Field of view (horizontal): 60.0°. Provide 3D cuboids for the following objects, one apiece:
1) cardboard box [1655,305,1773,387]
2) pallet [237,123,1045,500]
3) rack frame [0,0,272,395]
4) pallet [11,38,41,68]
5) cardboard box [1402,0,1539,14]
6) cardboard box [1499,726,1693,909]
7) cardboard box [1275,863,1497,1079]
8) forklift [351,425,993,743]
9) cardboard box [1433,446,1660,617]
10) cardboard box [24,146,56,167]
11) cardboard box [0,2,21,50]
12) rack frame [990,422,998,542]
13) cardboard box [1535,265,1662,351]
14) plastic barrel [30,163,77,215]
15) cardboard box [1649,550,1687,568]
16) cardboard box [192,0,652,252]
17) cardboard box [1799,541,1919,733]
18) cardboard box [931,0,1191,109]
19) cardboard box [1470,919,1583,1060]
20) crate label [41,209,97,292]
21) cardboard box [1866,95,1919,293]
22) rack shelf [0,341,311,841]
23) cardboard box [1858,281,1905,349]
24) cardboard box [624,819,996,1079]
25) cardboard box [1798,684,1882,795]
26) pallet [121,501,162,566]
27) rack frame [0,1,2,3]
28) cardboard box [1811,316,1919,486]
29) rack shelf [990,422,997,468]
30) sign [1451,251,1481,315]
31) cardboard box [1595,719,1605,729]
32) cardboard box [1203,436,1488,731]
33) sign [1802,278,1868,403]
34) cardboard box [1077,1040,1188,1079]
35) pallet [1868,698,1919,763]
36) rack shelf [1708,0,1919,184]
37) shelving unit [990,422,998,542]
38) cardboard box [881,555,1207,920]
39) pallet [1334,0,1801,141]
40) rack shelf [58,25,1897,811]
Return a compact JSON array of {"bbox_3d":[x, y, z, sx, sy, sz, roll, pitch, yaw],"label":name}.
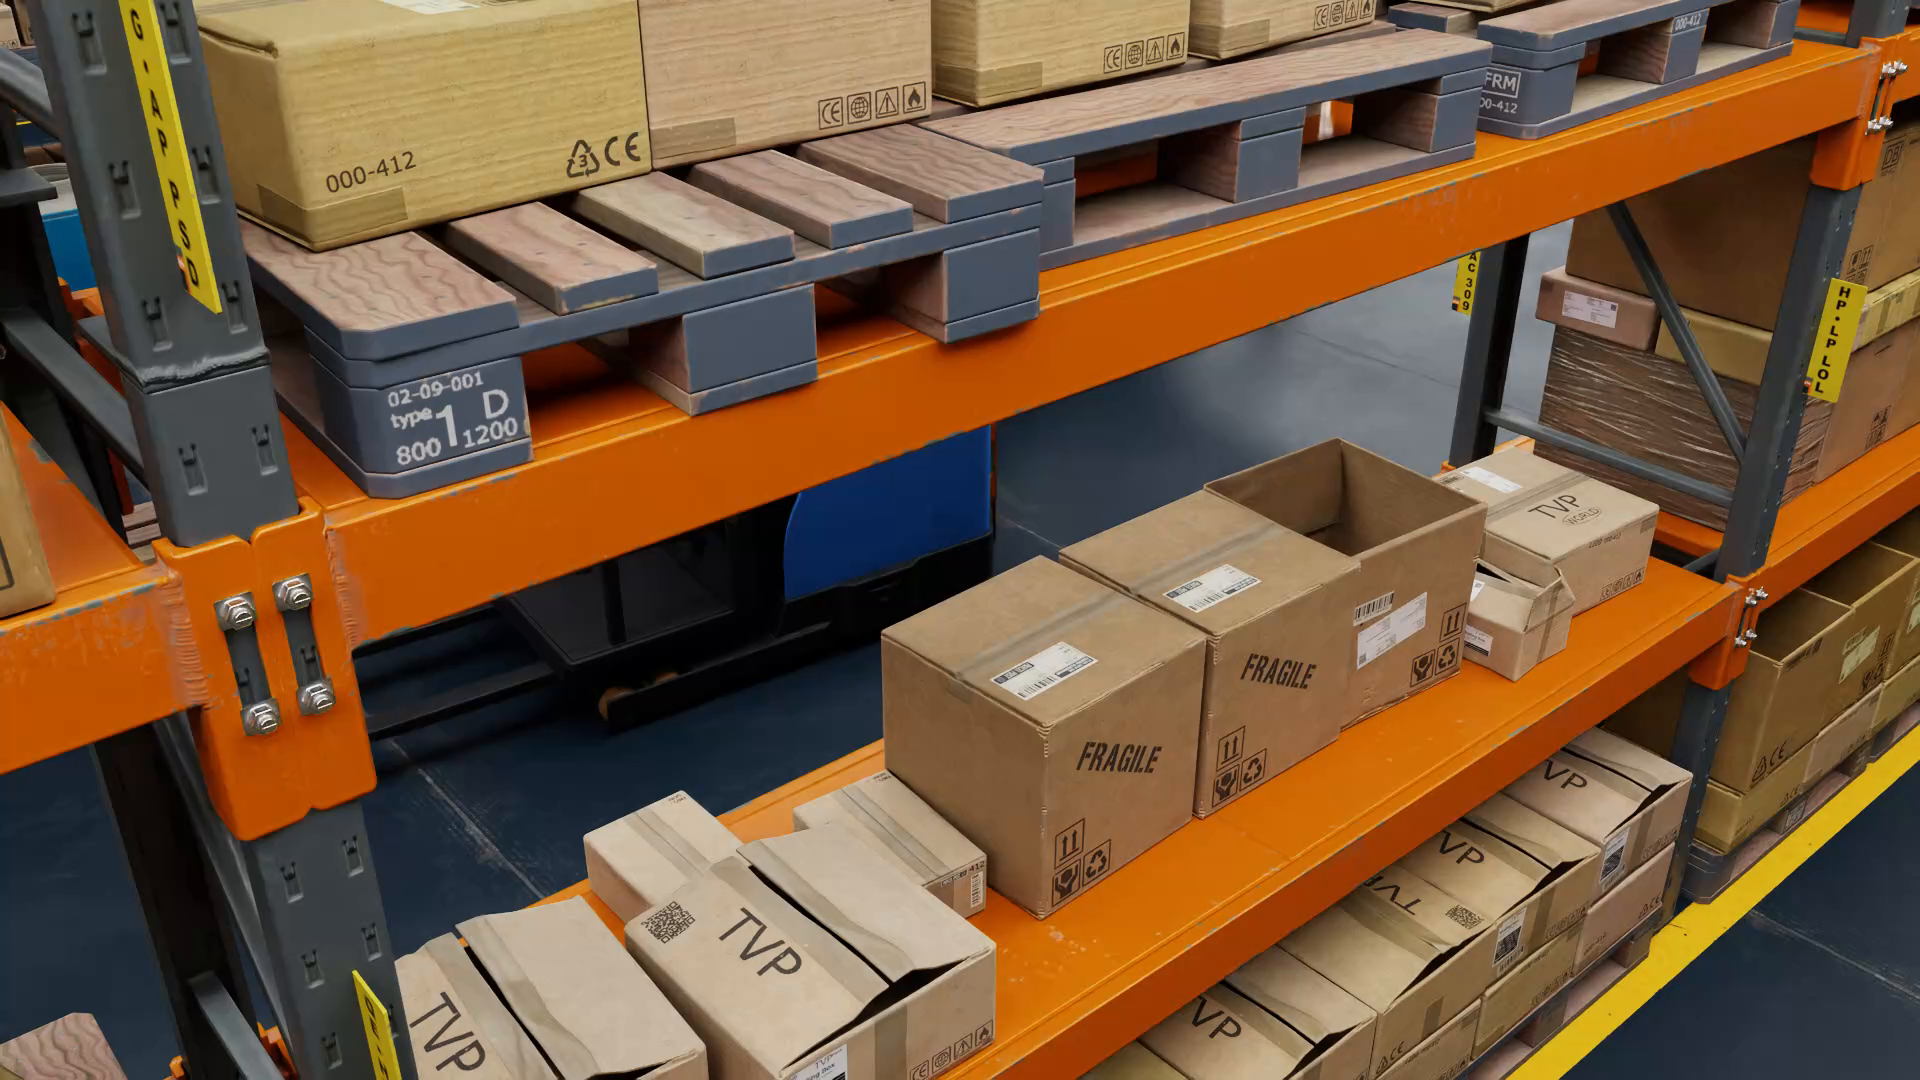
[{"bbox_3d":[2.286,-0.587,4.871,0.250,0.149,0.380,-22,35,-35],"label":"cardboard box"},{"bbox_3d":[-0.629,-0.499,2.520,1.003,0.211,1.213,-20,34,-33],"label":"pallet"},{"bbox_3d":[-1.087,-1.666,1.320,0.127,3.000,1.000,-22,35,-35],"label":"rack frame"},{"bbox_3d":[-6.035,-3.109,10.588,1.213,0.211,1.003,-22,35,-35],"label":"pallet"},{"bbox_3d":[1.065,-1.332,3.590,0.500,0.250,0.500,24,37,38],"label":"cardboard box"},{"bbox_3d":[1.834,0.763,5.016,0.500,0.311,0.500,-22,35,-35],"label":"cardboard box"},{"bbox_3d":[1.061,1.076,4.430,0.500,0.311,0.500,-22,35,-35],"label":"cardboard box"},{"bbox_3d":[-1.356,-0.852,6.235,3.031,2.935,1.130,-18,33,-30],"label":"forklift"},{"bbox_3d":[1.610,-0.011,4.748,0.500,0.250,0.500,-19,34,-32],"label":"cardboard box"},{"bbox_3d":[-6.177,-2.227,10.920,0.500,0.500,0.700,-19,33,-31],"label":"cardboard box"},{"bbox_3d":[-6.090,-3.122,10.124,0.500,0.250,0.500,-23,36,-36],"label":"cardboard box"},{"bbox_3d":[0.109,-0.491,7.556,0.008,1.050,0.200,-18,33,-30],"label":"rack frame"},{"bbox_3d":[2.024,-0.734,5.146,0.250,0.149,0.380,-22,35,-35],"label":"cardboard box"},{"bbox_3d":[-3.655,-1.238,6.765,0.421,0.512,0.421,0,28,0],"label":"plastic barrel"},{"bbox_3d":[2.555,0.084,6.086,0.500,0.500,0.500,-22,35,-35],"label":"cardboard box"},{"bbox_3d":[-0.778,-0.621,2.260,0.500,0.250,0.500,-25,37,-38],"label":"cardboard box"},{"bbox_3d":[2.887,0.268,5.743,0.500,0.500,0.500,-22,35,-35],"label":"cardboard box"},{"bbox_3d":[0.051,-0.959,2.892,0.500,0.250,0.500,-23,36,-36],"label":"cardboard box"},{"bbox_3d":[1.443,1.169,4.852,0.500,0.250,0.500,-23,35,-36],"label":"cardboard box"},{"bbox_3d":[-3.368,-1.020,6.438,0.616,0.435,0.502,-22,35,-35],"label":"crate label"},{"bbox_3d":[2.673,-1.153,5.242,0.500,0.500,0.700,-22,35,-35],"label":"cardboard box"},{"bbox_3d":[-2.609,0.586,1.051,4.000,0.370,1.077,-22,35,-35],"label":"rack shelf"},{"bbox_3d":[2.672,-0.743,5.163,0.250,0.149,0.380,-23,36,-36],"label":"cardboard box"},{"bbox_3d":[-0.281,0.815,3.137,0.500,0.311,0.500,-22,35,-35],"label":"cardboard box"},{"bbox_3d":[2.889,0.600,5.917,0.500,0.250,0.500,-22,35,-35],"label":"cardboard box"},{"bbox_3d":[-3.685,0.210,7.134,1.213,0.211,1.003,-22,35,-35],"label":"pallet"},{"bbox_3d":[-10.903,-7.350,18.321,0.127,3.000,1.000,-22,35,-35],"label":"rack frame"},{"bbox_3d":[2.686,-0.589,5.564,0.500,0.500,0.700,-22,35,-35],"label":"cardboard box"},{"bbox_3d":[0.008,-0.449,7.500,0.240,0.259,0.215,-18,33,-30],"label":"rack shelf"},{"bbox_3d":[1.594,-0.859,5.172,0.005,0.325,0.100,-22,35,-35],"label":"sign"},{"bbox_3d":[2.167,0.564,5.984,0.500,0.250,0.500,-22,35,-35],"label":"cardboard box"},{"bbox_3d":[0.960,0.103,4.269,0.500,0.500,0.500,-19,34,-31],"label":"cardboard box"},{"bbox_3d":[2.315,-0.528,4.411,0.005,0.325,0.100,-22,35,-35],"label":"sign"},{"bbox_3d":[0.286,1.386,3.850,0.500,0.311,0.500,-23,36,-36],"label":"cardboard box"},{"bbox_3d":[3.517,0.383,6.810,1.213,0.211,1.003,-22,35,-35],"label":"pallet"},{"bbox_3d":[3.477,-1.861,5.631,4.000,0.370,1.077,-22,35,-35],"label":"rack shelf"},{"bbox_3d":[0.008,-0.459,7.495,0.252,1.050,0.215,-18,33,-30],"label":"shelving unit"},{"bbox_3d":[0.179,0.417,3.681,0.500,0.500,0.500,-24,36,-37],"label":"cardboard box"},{"bbox_3d":[1.293,-1.208,3.848,1.217,0.209,0.805,-24,36,-37],"label":"pallet"},{"bbox_3d":[0.434,-0.637,3.341,4.000,0.370,1.077,-22,35,-35],"label":"rack shelf"}]
